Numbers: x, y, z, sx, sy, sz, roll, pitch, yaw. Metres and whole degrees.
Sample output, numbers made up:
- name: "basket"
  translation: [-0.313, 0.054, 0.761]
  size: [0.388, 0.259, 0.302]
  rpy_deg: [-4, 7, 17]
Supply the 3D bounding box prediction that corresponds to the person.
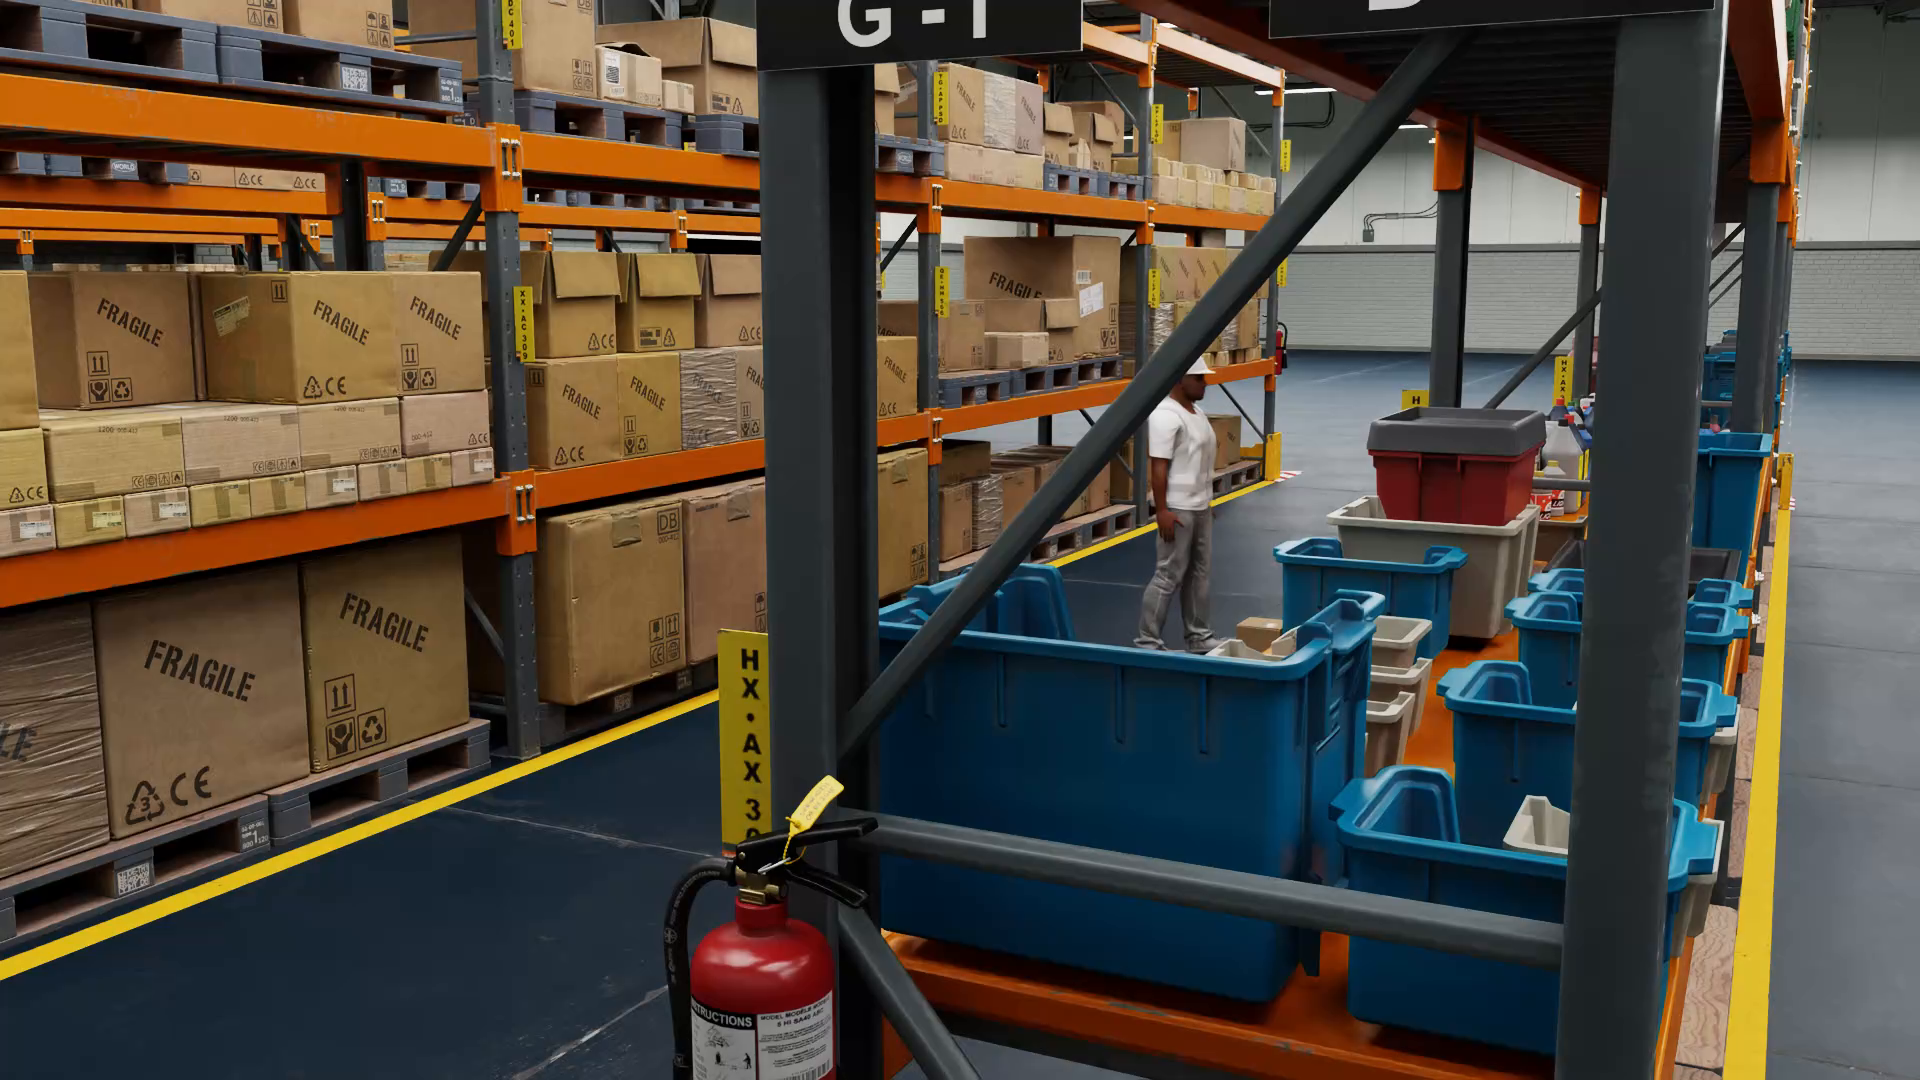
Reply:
- name: "person"
  translation: [1.321, -0.187, 9.483]
  size: [0.533, 1.775, 0.588]
  rpy_deg: [5, 10, 28]
